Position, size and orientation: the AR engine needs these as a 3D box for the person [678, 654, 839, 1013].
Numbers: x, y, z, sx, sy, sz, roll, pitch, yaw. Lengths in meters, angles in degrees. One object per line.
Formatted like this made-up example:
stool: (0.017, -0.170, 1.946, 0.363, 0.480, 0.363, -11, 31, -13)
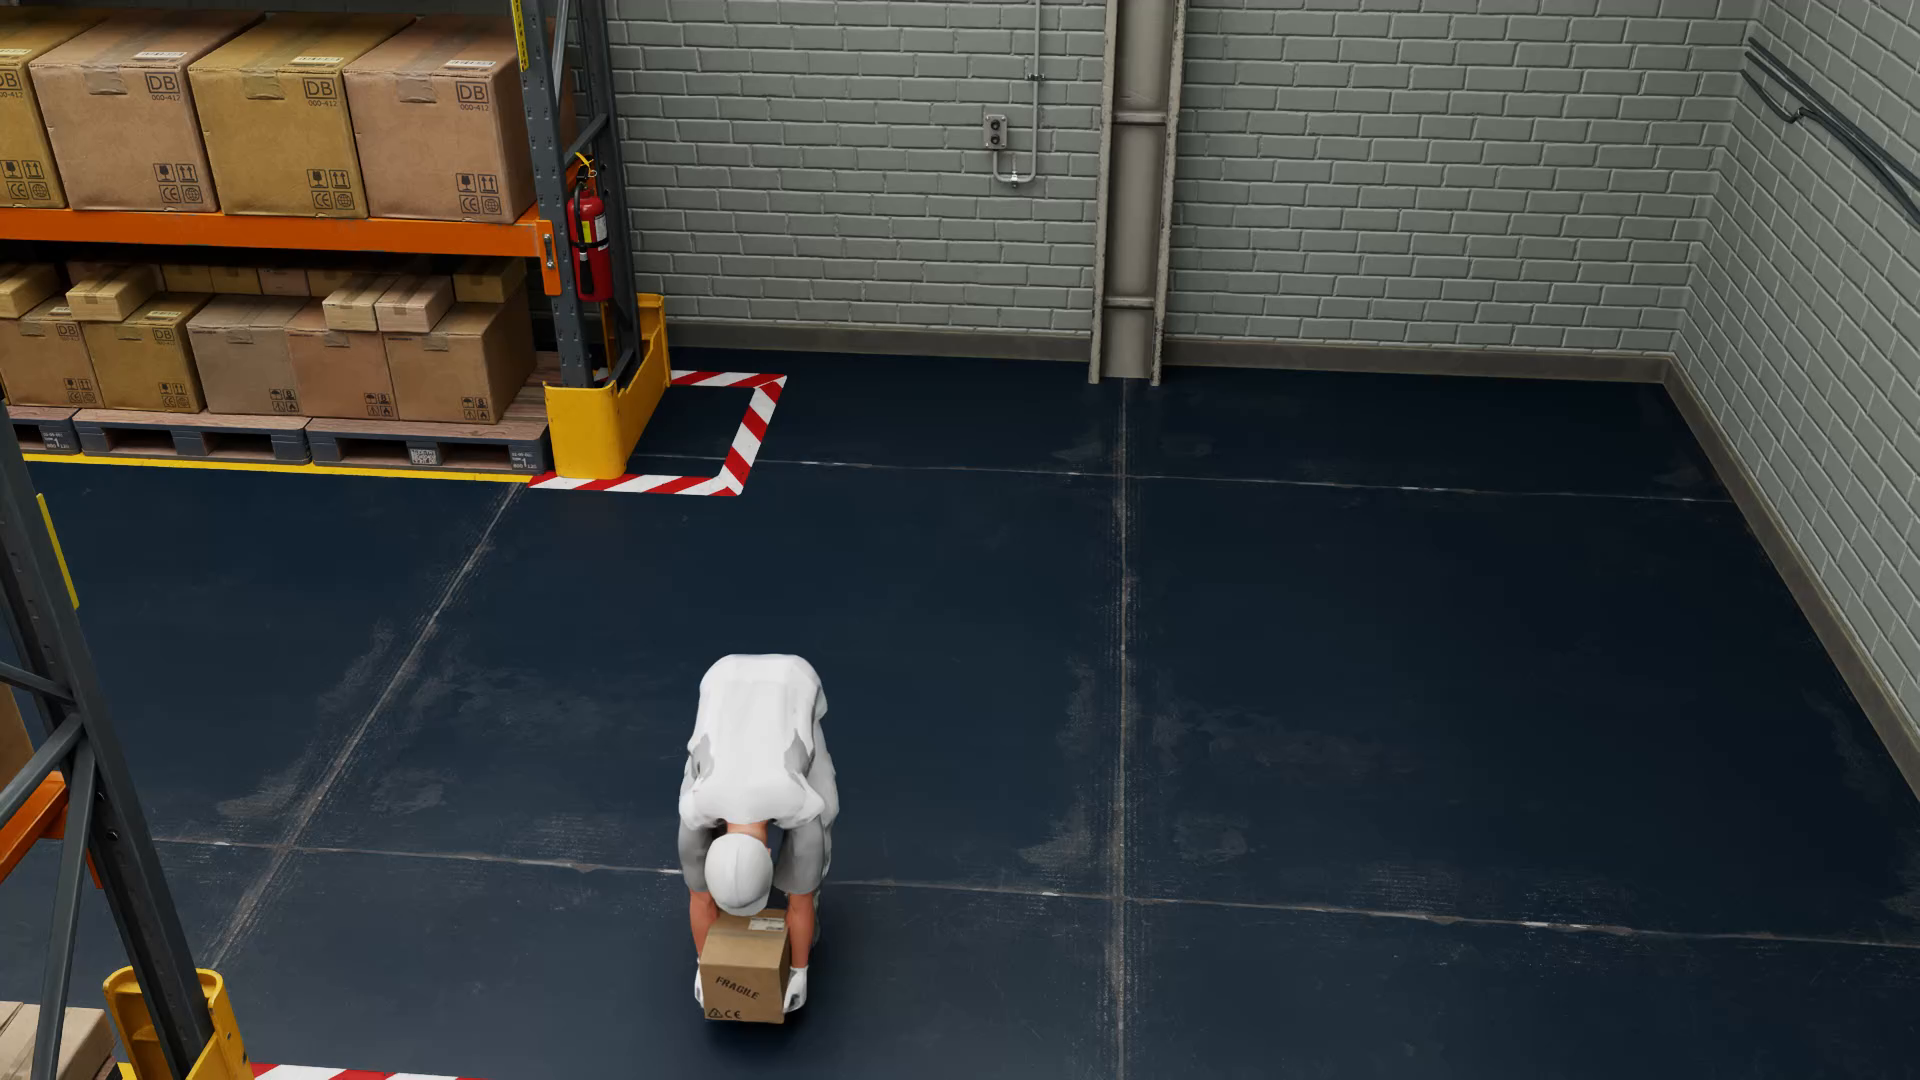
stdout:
person: (-0.650, 0.955, 5.313, 0.519, 0.997, 0.950, 1, 32, 2)
